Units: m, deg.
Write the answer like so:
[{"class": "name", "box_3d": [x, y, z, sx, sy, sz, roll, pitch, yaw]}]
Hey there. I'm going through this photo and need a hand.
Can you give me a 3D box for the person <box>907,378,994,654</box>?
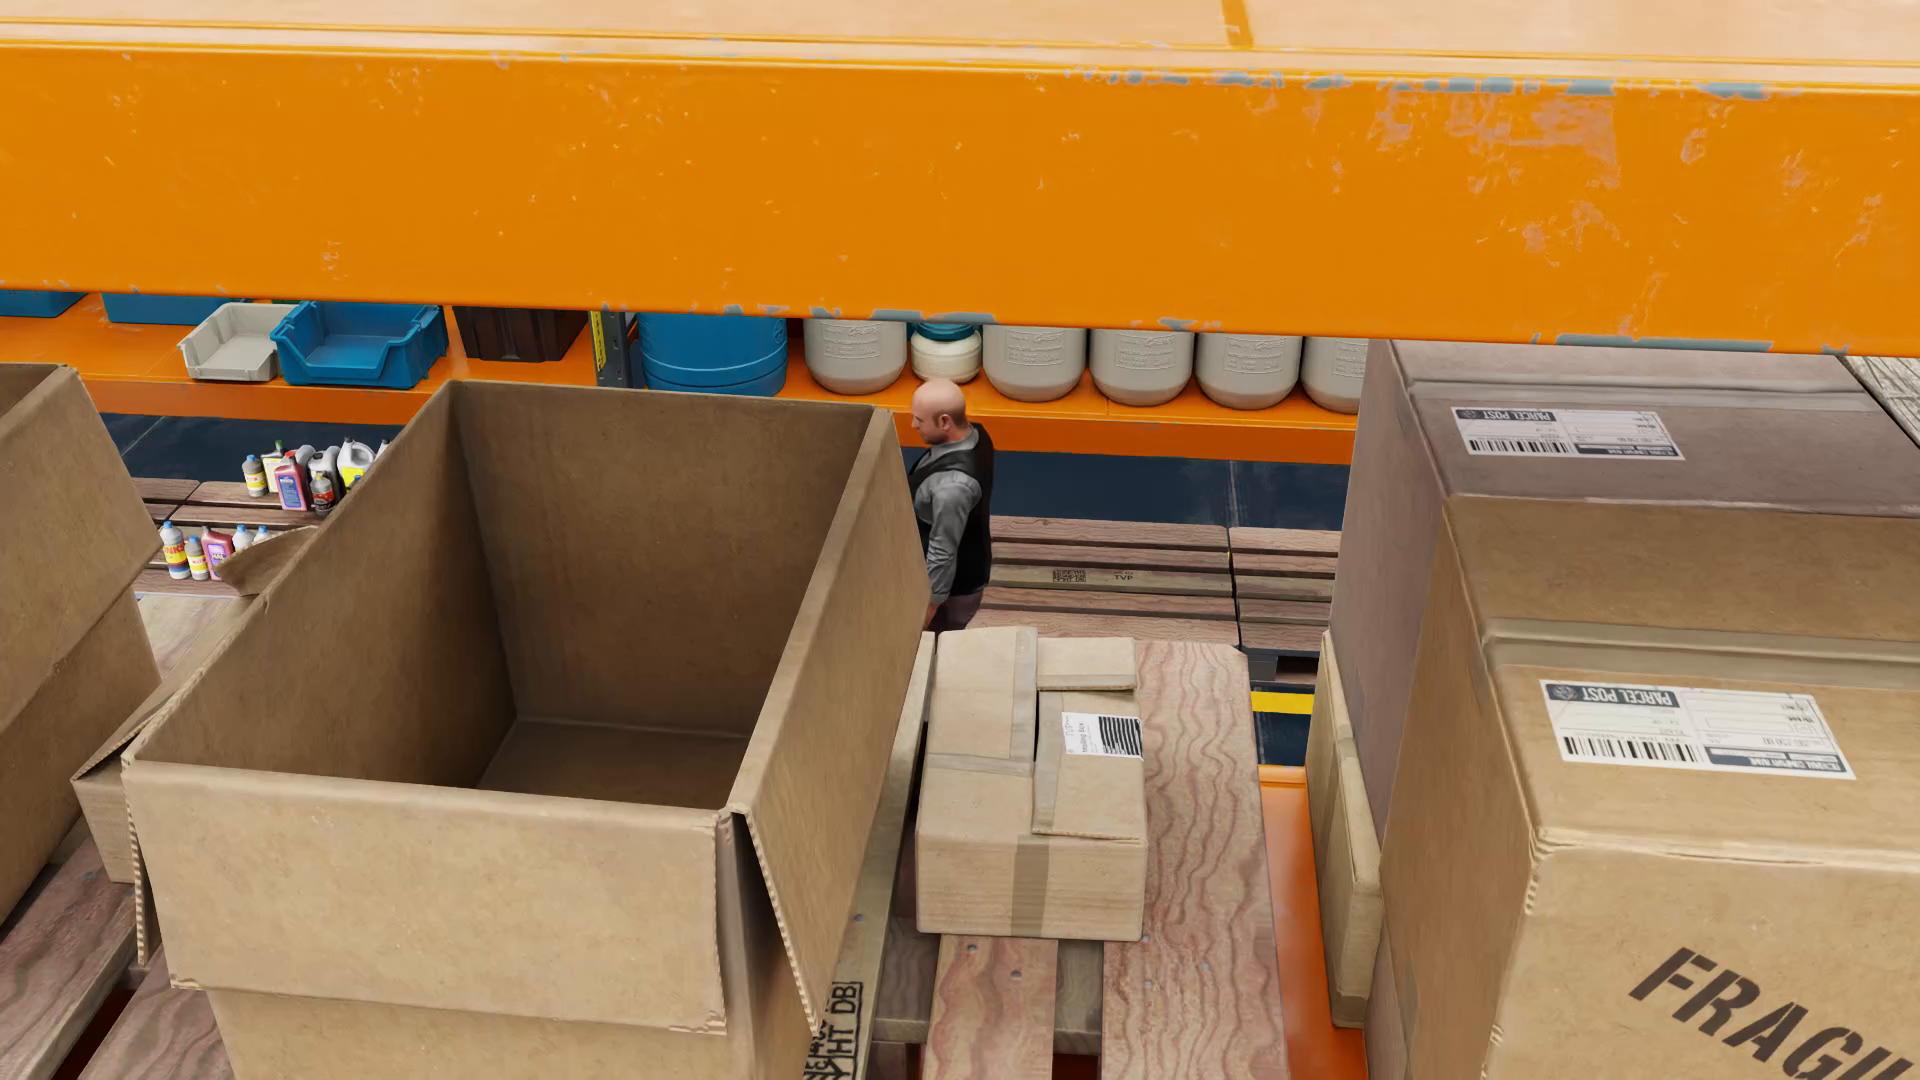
[{"class": "person", "box_3d": [-0.056, 0.157, 6.422, 0.354, 1.714, 0.535, 3, 32, 5]}]
